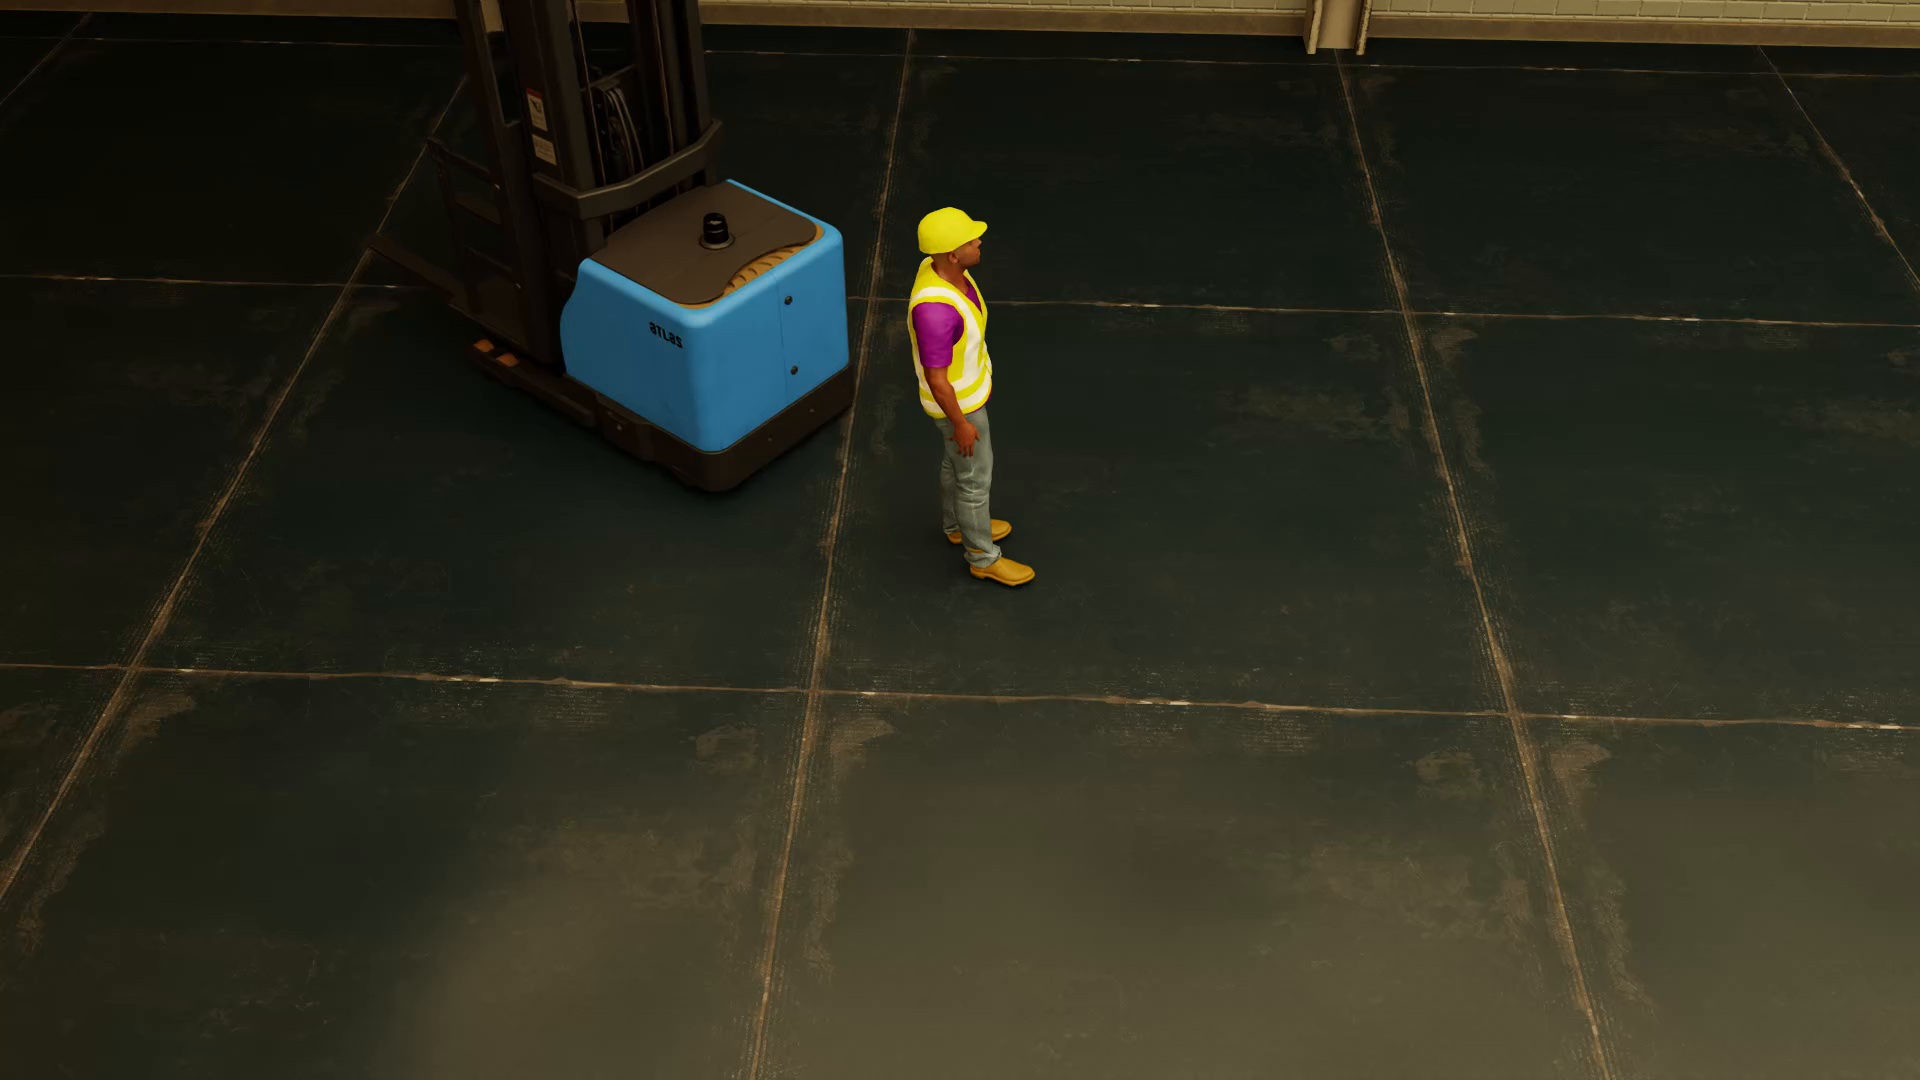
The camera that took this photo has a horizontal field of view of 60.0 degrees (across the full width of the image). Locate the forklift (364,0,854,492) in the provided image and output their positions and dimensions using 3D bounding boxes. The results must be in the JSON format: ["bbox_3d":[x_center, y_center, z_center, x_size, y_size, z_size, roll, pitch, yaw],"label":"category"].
[{"bbox_3d":[-2.007,-2.152,8.100,3.031,2.935,1.130,29,50,28],"label":"forklift"}]

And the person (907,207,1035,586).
[{"bbox_3d":[0.070,-0.652,7.310,0.574,1.769,0.665,2,42,2],"label":"person"}]
